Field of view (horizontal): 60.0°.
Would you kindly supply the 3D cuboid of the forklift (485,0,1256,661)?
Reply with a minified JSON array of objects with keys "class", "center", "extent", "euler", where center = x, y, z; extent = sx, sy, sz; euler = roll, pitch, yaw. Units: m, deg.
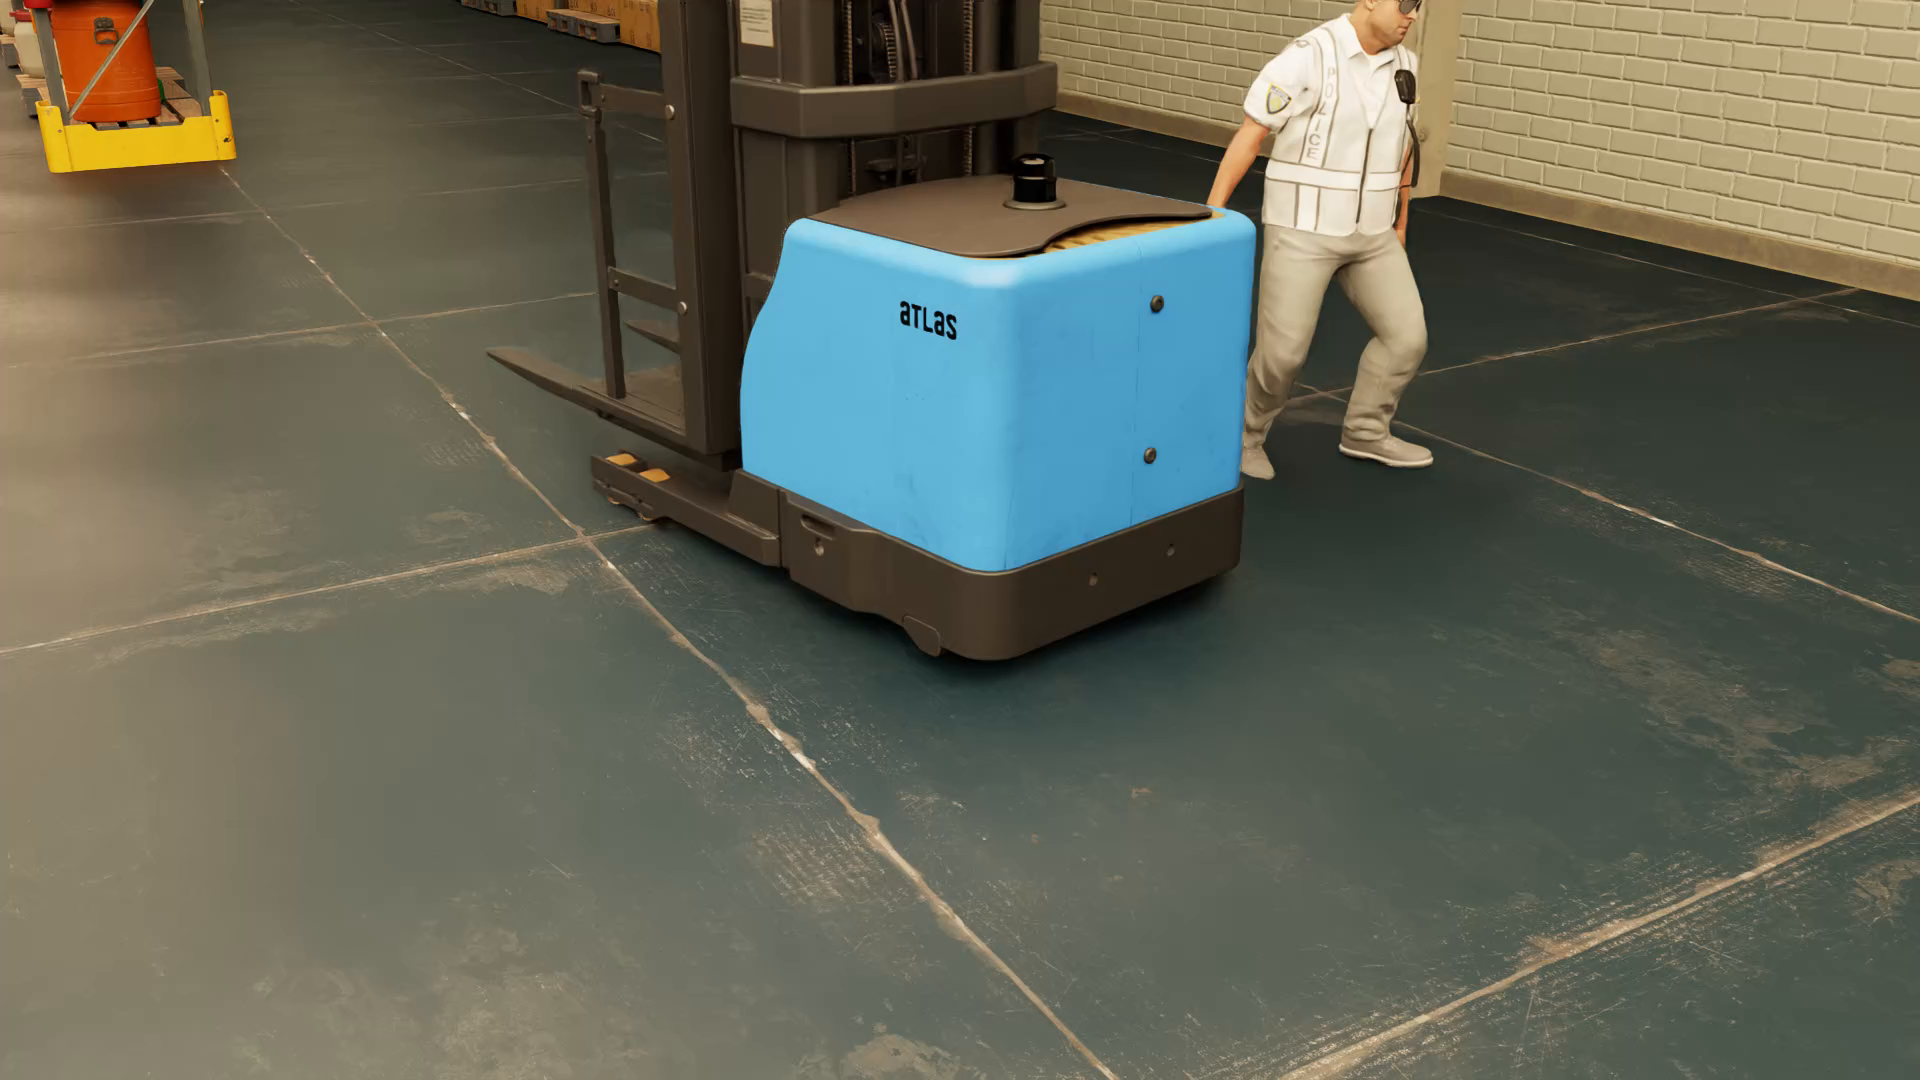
[{"class":"forklift","center":[-0.548,-1.528,4.997],"extent":[1.130,2.935,3.031],"euler":[-19,29,-38]}]

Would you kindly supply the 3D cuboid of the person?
[{"class":"person","center":[1.183,-1.015,5.445],"extent":[0.878,1.733,0.461],"euler":[-7,23,-16]}]
